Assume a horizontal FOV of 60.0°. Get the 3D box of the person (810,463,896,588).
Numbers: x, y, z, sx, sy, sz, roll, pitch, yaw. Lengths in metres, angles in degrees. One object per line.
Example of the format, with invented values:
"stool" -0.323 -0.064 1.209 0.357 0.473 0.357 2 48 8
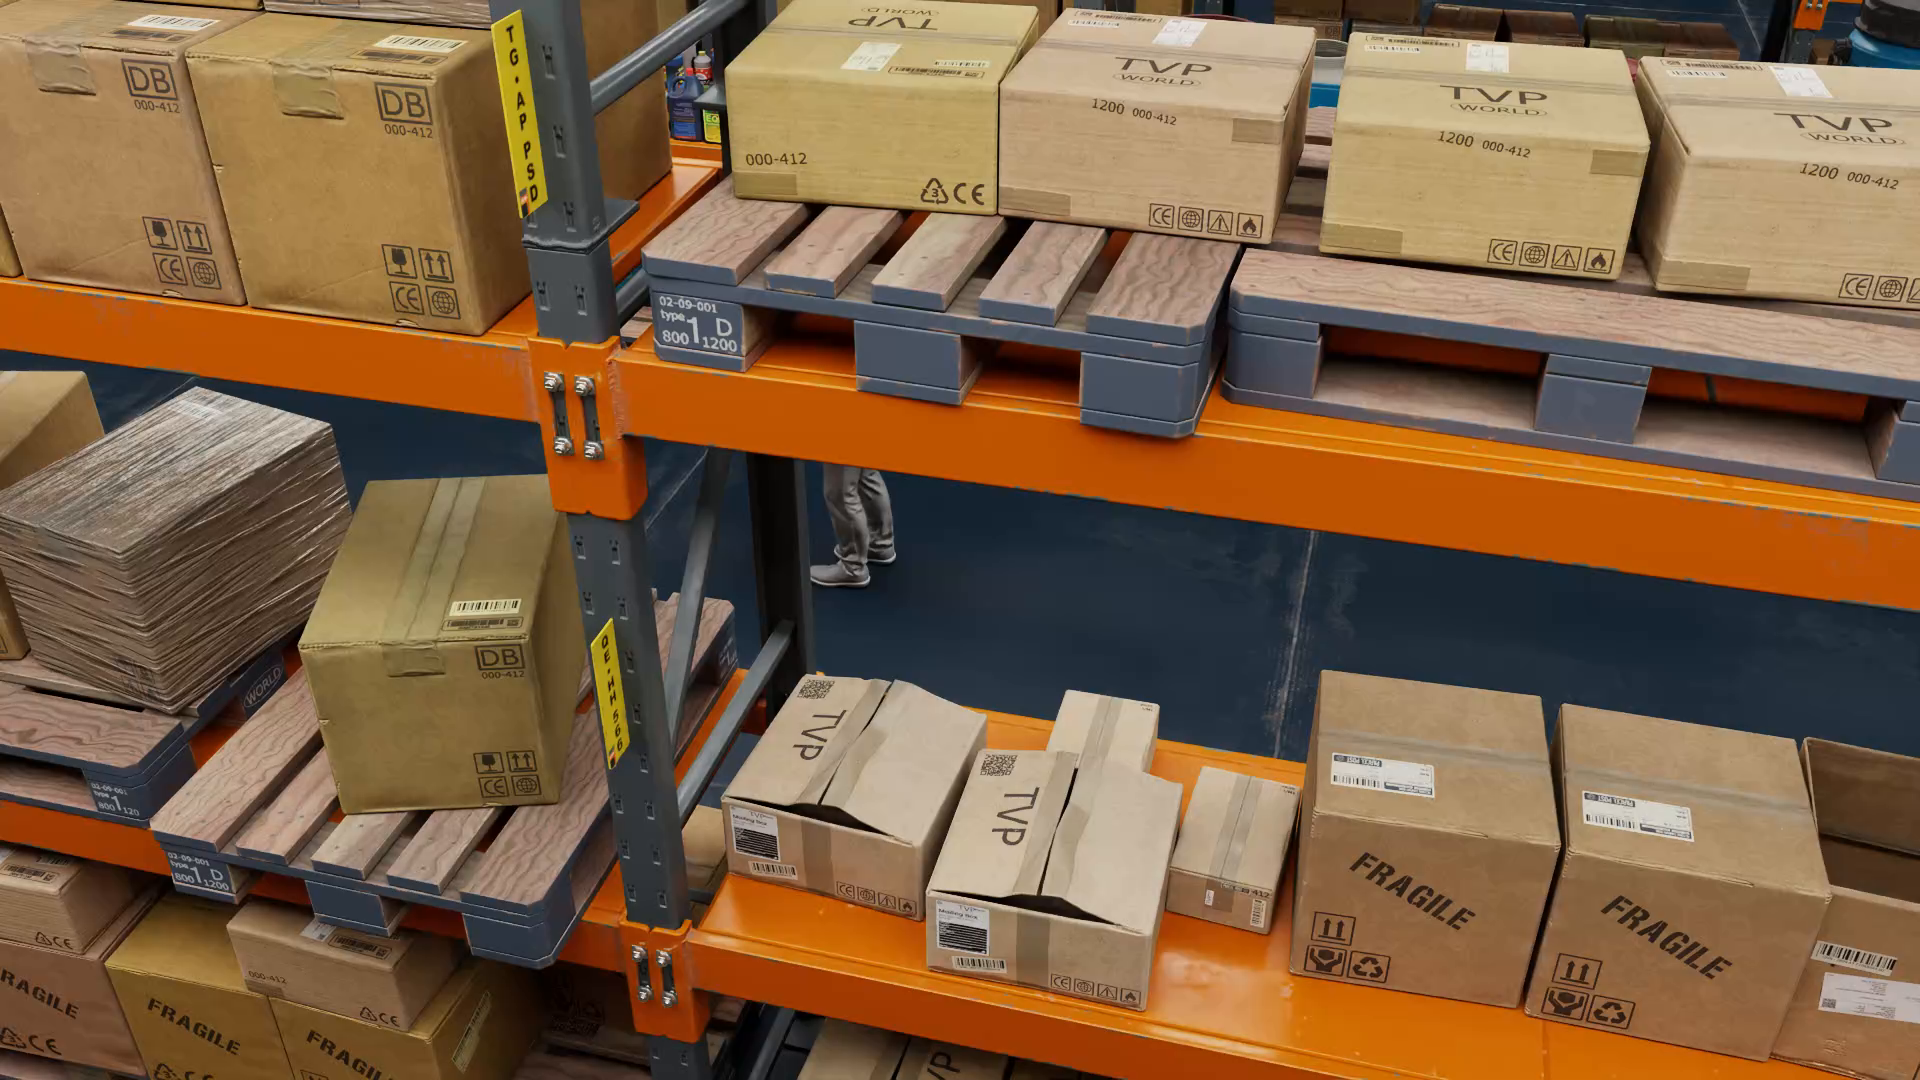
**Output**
"person" -0.489 -0.566 6.986 0.556 1.687 0.460 8 34 13
